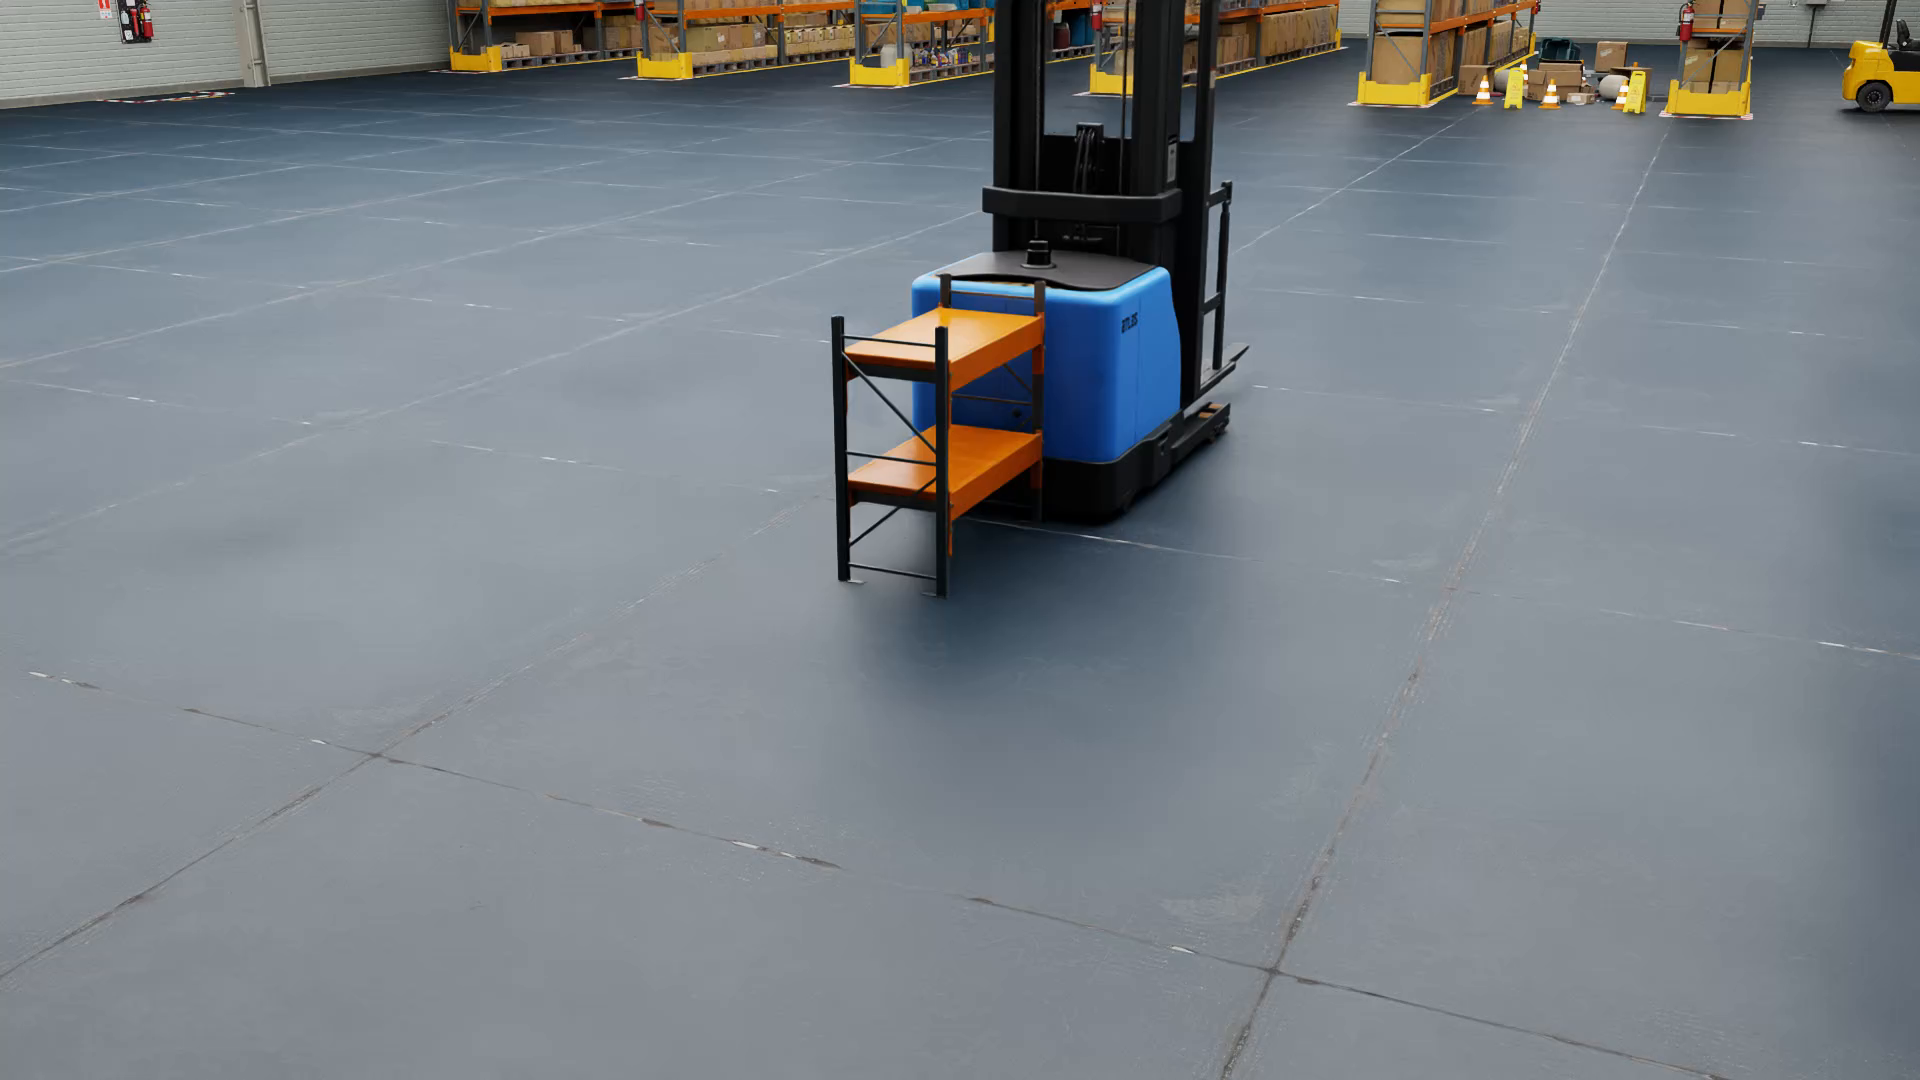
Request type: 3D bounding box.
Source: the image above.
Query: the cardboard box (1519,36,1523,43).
[{"bbox_3d":[13.415,-12.121,40.259,0.380,0.149,0.250,9,21,23],"label":"cardboard box"}]

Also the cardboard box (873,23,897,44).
[{"bbox_3d":[-1.938,-12.879,42.280,0.500,0.500,0.500,8,21,22],"label":"cardboard box"}]

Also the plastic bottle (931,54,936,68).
[{"bbox_3d":[-0.536,-9.743,33.803,0.097,0.271,0.097,0,20,0],"label":"plastic bottle"}]

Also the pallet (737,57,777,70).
[{"bbox_3d":[-4.806,-10.662,37.134,1.003,0.211,1.213,9,21,23],"label":"pallet"}]

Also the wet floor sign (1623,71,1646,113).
[{"bbox_3d":[10.943,-7.250,26.891,0.267,0.644,0.232,18,26,41],"label":"wet floor sign"}]

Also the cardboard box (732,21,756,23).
[{"bbox_3d":[-4.918,-11.370,37.321,0.500,0.500,0.500,9,21,23],"label":"cardboard box"}]

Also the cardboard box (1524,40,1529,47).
[{"bbox_3d":[13.954,-12.382,41.437,0.380,0.149,0.250,9,22,24],"label":"cardboard box"}]

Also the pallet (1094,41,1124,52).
[{"bbox_3d":[3.617,-12.894,43.411,1.003,0.211,1.213,9,21,23],"label":"pallet"}]

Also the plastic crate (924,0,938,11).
[{"bbox_3d":[-0.738,-11.056,34.397,0.450,0.188,0.662,9,21,23],"label":"plastic crate"}]

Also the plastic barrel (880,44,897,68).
[{"bbox_3d":[-1.363,-9.547,32.923,0.421,0.512,0.421,0,20,0],"label":"plastic barrel"}]

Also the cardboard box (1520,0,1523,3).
[{"bbox_3d":[13.147,-12.838,39.467,0.380,0.149,0.250,9,21,24],"label":"cardboard box"}]

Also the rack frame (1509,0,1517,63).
[{"bbox_3d":[12.354,-12.587,38.385,1.000,3.000,0.127,9,21,23],"label":"rack frame"}]

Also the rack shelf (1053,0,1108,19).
[{"bbox_3d":[2.532,-13.028,40.698,1.077,0.370,4.000,9,21,23],"label":"rack shelf"}]

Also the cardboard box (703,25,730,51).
[{"bbox_3d":[-5.261,-10.687,35.401,0.500,0.500,0.500,9,21,23],"label":"cardboard box"}]

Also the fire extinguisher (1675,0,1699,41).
[{"bbox_3d":[11.530,-8.262,26.339,0.296,0.674,0.183,9,21,23],"label":"fire extinguisher"}]

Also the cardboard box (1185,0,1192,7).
[{"bbox_3d":[4.004,-10.596,32.194,0.875,0.500,0.500,9,21,23],"label":"cardboard box"}]

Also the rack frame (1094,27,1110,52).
[{"bbox_3d":[3.351,-13.978,42.296,1.000,3.000,0.127,9,21,23],"label":"rack frame"}]

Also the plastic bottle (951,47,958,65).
[{"bbox_3d":[-0.136,-10.098,34.683,0.144,0.351,0.185,8,21,22],"label":"plastic bottle"}]

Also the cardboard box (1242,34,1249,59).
[{"bbox_3d":[5.976,-10.898,36.709,0.700,0.500,0.500,7,21,20],"label":"cardboard box"}]

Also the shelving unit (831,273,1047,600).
[{"bbox_3d":[-0.067,-0.481,7.142,0.538,1.125,1.048,9,21,23],"label":"shelving unit"}]

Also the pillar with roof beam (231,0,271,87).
[{"bbox_3d":[-9.633,-12.403,28.916,9.100,9.000,0.400,9,21,23],"label":"pillar with roof beam"}]

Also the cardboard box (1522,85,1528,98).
[{"bbox_3d":[10.054,-8.075,29.778,0.396,0.266,0.258,13,23,32],"label":"cardboard box"}]

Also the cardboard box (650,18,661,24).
[{"bbox_3d":[-7.863,-13.105,41.795,0.500,0.250,0.500,9,21,24],"label":"cardboard box"}]

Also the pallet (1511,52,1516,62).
[{"bbox_3d":[12.596,-11.483,39.443,1.003,0.211,1.213,9,21,23],"label":"pallet"}]

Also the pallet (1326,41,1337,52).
[{"bbox_3d":[9.252,-12.952,43.574,1.003,0.211,1.213,9,21,23],"label":"pallet"}]

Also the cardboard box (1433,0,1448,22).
[{"bbox_3d":[8.100,-9.434,29.295,0.875,0.550,0.550,9,21,23],"label":"cardboard box"}]

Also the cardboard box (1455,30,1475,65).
[{"bbox_3d":[9.648,-9.776,33.211,1.050,0.750,0.750,9,21,23],"label":"cardboard box"}]

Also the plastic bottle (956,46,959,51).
[{"bbox_3d":[-0.057,-10.275,35.181,0.144,0.351,0.185,9,21,23],"label":"plastic bottle"}]

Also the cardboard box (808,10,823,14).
[{"bbox_3d":[-4.235,-15.516,48.756,0.380,0.149,0.250,9,22,24],"label":"cardboard box"}]

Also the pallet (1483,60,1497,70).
[{"bbox_3d":[11.037,-10.289,36.085,1.003,0.211,1.213,9,21,23],"label":"pallet"}]

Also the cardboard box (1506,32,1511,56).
[{"bbox_3d":[12.281,-11.346,38.000,0.500,0.500,0.500,8,21,22],"label":"cardboard box"}]

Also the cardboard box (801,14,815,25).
[{"bbox_3d":[-4.654,-15.046,48.403,0.700,0.500,0.500,8,21,21],"label":"cardboard box"}]

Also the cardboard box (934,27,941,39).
[{"bbox_3d":[-0.797,-13.698,44.865,0.500,0.311,0.500,9,21,23],"label":"cardboard box"}]

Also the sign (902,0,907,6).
[{"bbox_3d":[-1.062,-10.363,31.719,0.100,0.325,0.005,9,21,23],"label":"sign"}]

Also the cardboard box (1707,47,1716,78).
[{"bbox_3d":[12.298,-7.967,27.751,0.500,0.500,0.500,9,22,25],"label":"cardboard box"}]

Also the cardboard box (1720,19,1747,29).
[{"bbox_3d":[12.325,-8.227,26.501,0.380,0.149,0.250,9,21,23],"label":"cardboard box"}]

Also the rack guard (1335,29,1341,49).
[{"bbox_3d":[9.518,-13.351,44.263,1.175,0.500,0.348,9,21,23],"label":"rack guard"}]

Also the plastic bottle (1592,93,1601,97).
[{"bbox_3d":[11.396,-7.971,29.792,0.133,0.061,0.283,13,23,32],"label":"plastic bottle"}]

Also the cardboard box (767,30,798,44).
[{"bbox_3d":[-4.045,-11.472,37.890,0.500,0.311,0.500,9,21,23],"label":"cardboard box"}]

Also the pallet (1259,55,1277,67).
[{"bbox_3d":[6.624,-10.992,38.063,1.003,0.211,1.213,9,21,23],"label":"pallet"}]

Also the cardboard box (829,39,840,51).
[{"bbox_3d":[-3.213,-11.833,39.741,0.500,0.250,0.500,9,22,24],"label":"cardboard box"}]

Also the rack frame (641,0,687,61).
[{"bbox_3d":[-6.080,-10.990,33.896,1.000,3.000,0.127,9,21,23],"label":"rack frame"}]

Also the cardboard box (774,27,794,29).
[{"bbox_3d":[-4.124,-11.855,38.967,0.500,0.311,0.500,8,21,23],"label":"cardboard box"}]

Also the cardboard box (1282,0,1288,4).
[{"bbox_3d":[7.302,-12.702,38.558,0.500,0.500,0.500,9,21,23],"label":"cardboard box"}]

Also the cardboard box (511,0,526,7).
[{"bbox_3d":[-9.912,-11.874,36.574,0.500,0.250,0.500,8,21,21],"label":"cardboard box"}]

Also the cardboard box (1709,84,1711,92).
[{"bbox_3d":[12.511,-7.775,28.330,0.500,0.250,0.500,8,21,21],"label":"cardboard box"}]

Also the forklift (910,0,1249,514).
[{"bbox_3d":[0.832,-1.956,8.593,1.130,2.935,3.031,9,21,23],"label":"forklift"}]

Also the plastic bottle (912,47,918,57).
[{"bbox_3d":[-0.961,-10.057,34.569,0.144,0.351,0.185,10,22,25],"label":"plastic bottle"}]
